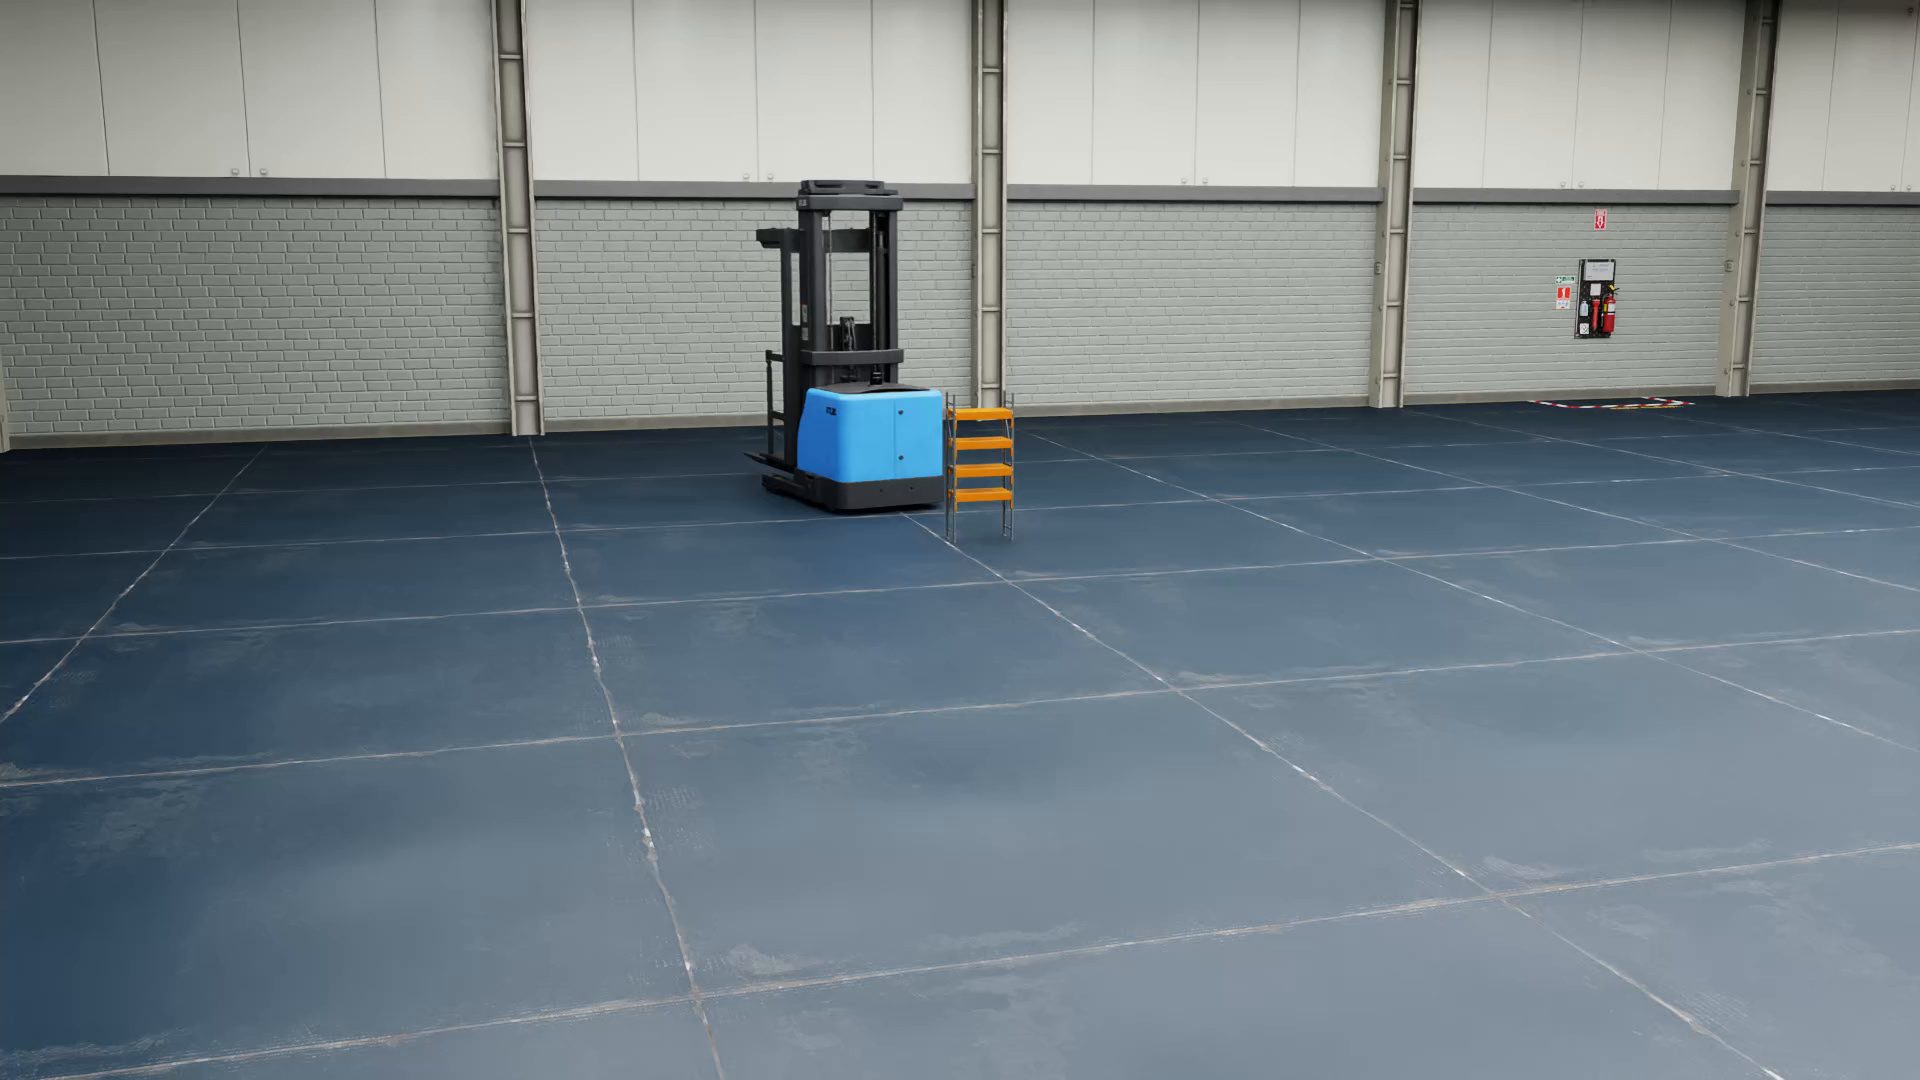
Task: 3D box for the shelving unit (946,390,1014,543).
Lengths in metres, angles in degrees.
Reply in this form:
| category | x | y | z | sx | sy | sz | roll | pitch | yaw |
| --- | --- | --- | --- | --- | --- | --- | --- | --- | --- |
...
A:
| category | x | y | z | sx | sy | sz | roll | pitch | yaw |
| --- | --- | --- | --- | --- | --- | --- | --- | --- | --- |
| shelving unit | 0.159 | -0.598 | 13.483 | 0.503 | 1.200 | 0.258 | -3 | 11 | -16 |

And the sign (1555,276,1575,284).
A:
| category | x | y | z | sx | sy | sz | roll | pitch | yaw |
| --- | --- | --- | --- | --- | --- | --- | --- | --- | --- |
| sign | 8.966 | -3.854 | 24.632 | 0.331 | 0.109 | 0.001 | -3 | 11 | -16 |

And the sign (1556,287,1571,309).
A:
| category | x | y | z | sx | sy | sz | roll | pitch | yaw |
| --- | --- | --- | --- | --- | --- | --- | --- | --- | --- |
| sign | 8.959 | -3.594 | 24.687 | 0.234 | 0.329 | 0.001 | -3 | 11 | -16 |

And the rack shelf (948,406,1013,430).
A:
| category | x | y | z | sx | sy | sz | roll | pitch | yaw |
| --- | --- | --- | --- | --- | --- | --- | --- | --- | --- |
| rack shelf | 0.159 | -0.985 | 13.412 | 0.480 | 0.148 | 0.258 | -3 | 11 | -16 |

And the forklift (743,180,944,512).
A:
| category | x | y | z | sx | sy | sz | roll | pitch | yaw |
| --- | --- | --- | --- | --- | --- | --- | --- | --- | --- |
| forklift | -1.265 | -1.918 | 15.872 | 1.130 | 2.935 | 3.031 | -5 | 12 | -27 |

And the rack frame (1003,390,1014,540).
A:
| category | x | y | z | sx | sy | sz | roll | pitch | yaw |
| --- | --- | --- | --- | --- | --- | --- | --- | --- | --- |
| rack frame | 0.393 | -0.611 | 13.550 | 0.015 | 1.200 | 0.240 | -3 | 11 | -16 |

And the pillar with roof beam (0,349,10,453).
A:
| category | x | y | z | sx | sy | sz | roll | pitch | yaw |
| --- | --- | --- | --- | --- | --- | --- | --- | --- | --- |
| pillar with roof beam | -9.938 | -4.693 | 14.182 | 0.400 | 9.000 | 9.100 | -3 | 11 | -16 |

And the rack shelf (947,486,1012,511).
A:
| category | x | y | z | sx | sy | sz | roll | pitch | yaw |
| --- | --- | --- | --- | --- | --- | --- | --- | --- | --- |
| rack shelf | 0.159 | -0.337 | 13.531 | 0.480 | 0.148 | 0.258 | -3 | 11 | -16 |

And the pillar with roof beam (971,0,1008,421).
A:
| category | x | y | z | sx | sy | sz | roll | pitch | yaw |
| --- | --- | --- | --- | --- | --- | --- | --- | --- | --- |
| pillar with roof beam | 1.584 | -5.300 | 17.481 | 0.400 | 9.000 | 9.100 | -3 | 11 | -16 |

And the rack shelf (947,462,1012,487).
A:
| category | x | y | z | sx | sy | sz | roll | pitch | yaw |
| --- | --- | --- | --- | --- | --- | --- | --- | --- | --- |
| rack shelf | 0.159 | -0.532 | 13.496 | 0.480 | 0.148 | 0.258 | -3 | 11 | -16 |

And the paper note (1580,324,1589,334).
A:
| category | x | y | z | sx | sy | sz | roll | pitch | yaw |
| --- | --- | --- | --- | --- | --- | --- | --- | --- | --- |
| paper note | 9.330 | -3.157 | 24.841 | 0.142 | 0.148 | 0.016 | -3 | 11 | -16 |

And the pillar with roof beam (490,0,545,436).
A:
| category | x | y | z | sx | sy | sz | roll | pitch | yaw |
| --- | --- | --- | --- | --- | --- | --- | --- | --- | --- |
| pillar with roof beam | -4.177 | -4.996 | 15.832 | 0.400 | 9.000 | 9.100 | -3 | 11 | -16 |

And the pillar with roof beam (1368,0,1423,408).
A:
| category | x | y | z | sx | sy | sz | roll | pitch | yaw |
| --- | --- | --- | --- | --- | --- | --- | --- | --- | --- |
| pillar with roof beam | 7.345 | -5.604 | 19.130 | 0.400 | 9.000 | 9.100 | -3 | 11 | -16 |

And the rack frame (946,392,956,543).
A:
| category | x | y | z | sx | sy | sz | roll | pitch | yaw |
| --- | --- | --- | --- | --- | --- | --- | --- | --- | --- |
| rack frame | -0.075 | -0.586 | 13.416 | 0.015 | 1.200 | 0.240 | -3 | 11 | -16 |

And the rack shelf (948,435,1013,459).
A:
| category | x | y | z | sx | sy | sz | roll | pitch | yaw |
| --- | --- | --- | --- | --- | --- | --- | --- | --- | --- |
| rack shelf | 0.159 | -0.752 | 13.455 | 0.480 | 0.148 | 0.258 | -3 | 11 | -16 |

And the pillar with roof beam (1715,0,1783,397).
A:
| category | x | y | z | sx | sy | sz | roll | pitch | yaw |
| --- | --- | --- | --- | --- | --- | --- | --- | --- | --- |
| pillar with roof beam | 13.106 | -5.907 | 20.779 | 0.400 | 9.000 | 9.100 | -3 | 11 | -16 |

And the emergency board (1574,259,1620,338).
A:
| category | x | y | z | sx | sy | sz | roll | pitch | yaw |
| --- | --- | --- | --- | --- | --- | --- | --- | --- | --- |
| emergency board | 9.519 | -3.587 | 24.744 | 0.643 | 1.169 | 0.194 | -3 | 11 | -16 |

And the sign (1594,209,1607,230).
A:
| category | x | y | z | sx | sy | sz | roll | pitch | yaw |
| --- | --- | --- | --- | --- | --- | --- | --- | --- | --- |
| sign | 9.483 | -4.744 | 24.626 | 0.199 | 0.298 | 0.001 | -3 | 11 | -16 |
